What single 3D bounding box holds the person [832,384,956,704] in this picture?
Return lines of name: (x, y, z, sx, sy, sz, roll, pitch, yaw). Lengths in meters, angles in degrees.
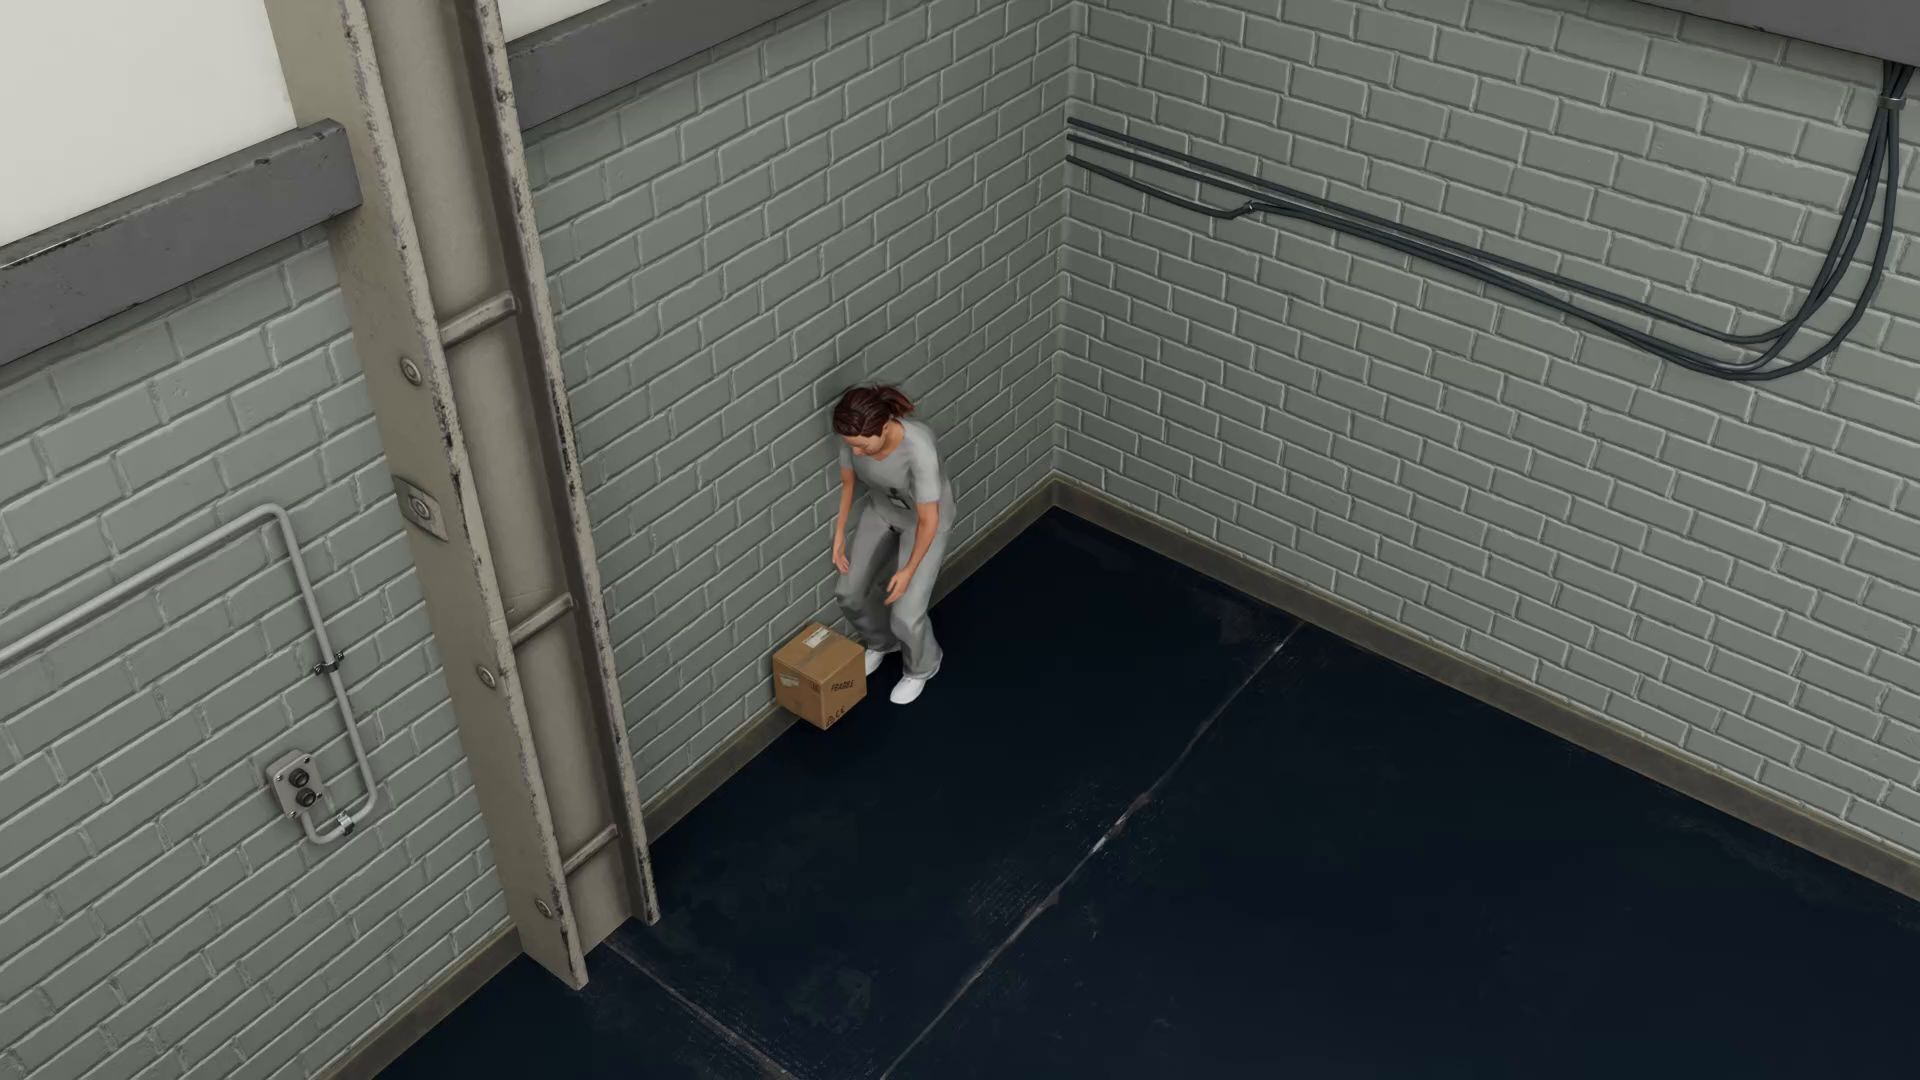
person: (-0.245, -0.018, 6.329, 0.486, 1.493, 0.554, 26, 46, 29)
